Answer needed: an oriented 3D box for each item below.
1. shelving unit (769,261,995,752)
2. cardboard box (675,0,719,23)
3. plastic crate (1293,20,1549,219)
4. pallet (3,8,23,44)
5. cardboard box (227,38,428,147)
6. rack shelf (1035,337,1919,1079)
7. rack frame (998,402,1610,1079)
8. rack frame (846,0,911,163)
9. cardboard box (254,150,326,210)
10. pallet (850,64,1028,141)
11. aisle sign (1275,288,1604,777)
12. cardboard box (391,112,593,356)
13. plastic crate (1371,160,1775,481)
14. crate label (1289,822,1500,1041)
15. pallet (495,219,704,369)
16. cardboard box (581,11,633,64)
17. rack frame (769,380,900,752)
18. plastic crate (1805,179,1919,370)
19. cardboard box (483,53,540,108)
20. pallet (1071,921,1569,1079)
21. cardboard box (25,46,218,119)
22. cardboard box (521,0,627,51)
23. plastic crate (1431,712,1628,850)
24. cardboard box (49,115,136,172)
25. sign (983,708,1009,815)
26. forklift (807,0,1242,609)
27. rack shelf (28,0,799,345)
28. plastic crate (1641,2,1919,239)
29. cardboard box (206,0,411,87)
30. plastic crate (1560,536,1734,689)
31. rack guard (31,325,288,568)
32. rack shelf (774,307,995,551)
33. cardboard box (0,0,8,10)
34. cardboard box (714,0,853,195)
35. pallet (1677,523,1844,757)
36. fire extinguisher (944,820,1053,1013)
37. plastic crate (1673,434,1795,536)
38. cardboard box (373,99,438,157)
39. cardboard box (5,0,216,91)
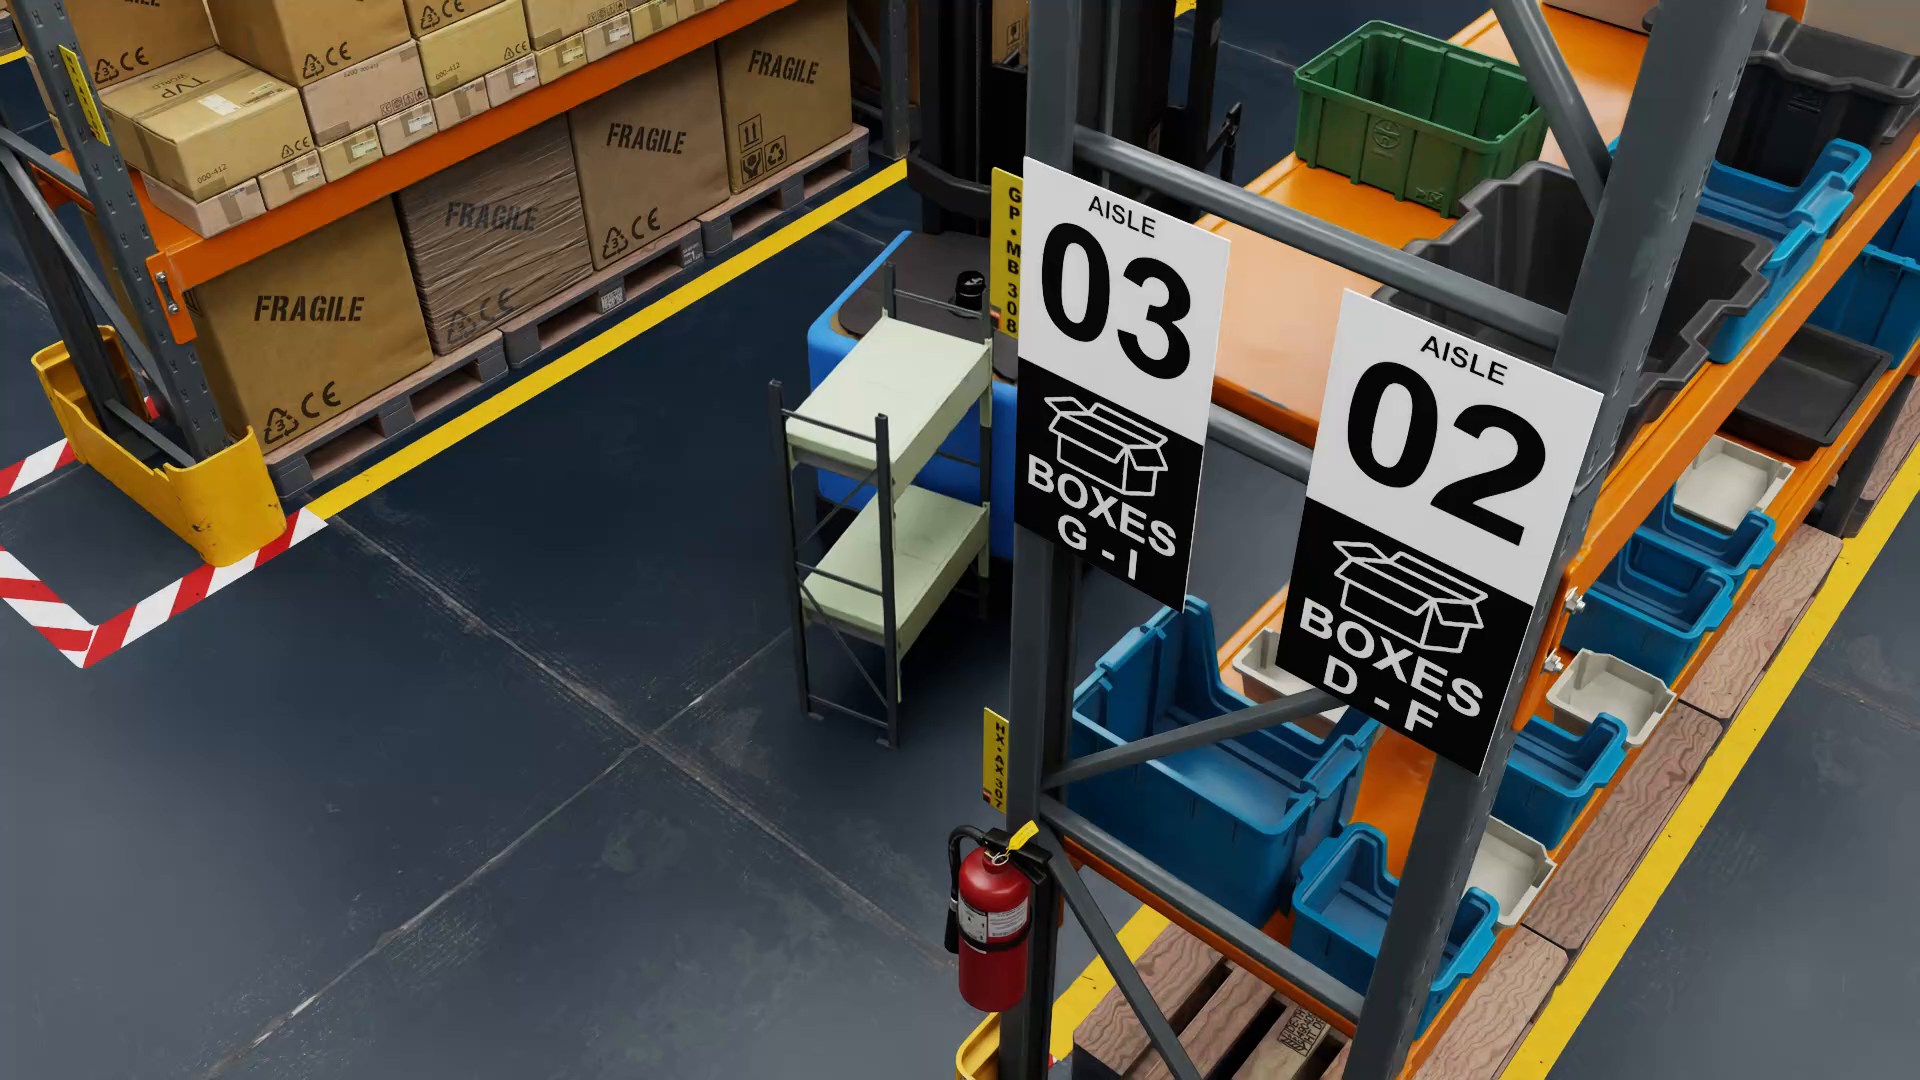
[{"bbox_3d":[-0.235,-0.088,5.732,0.431,1.500,0.755,18,45,19],"label":"shelving unit"},{"bbox_3d":[-1.299,-2.473,7.427,0.380,0.149,0.250,30,50,29],"label":"cardboard box"},{"bbox_3d":[0.942,-0.854,3.387,0.450,0.188,0.336,29,50,28],"label":"plastic crate"},{"bbox_3d":[-5.613,-3.571,10.520,1.003,0.211,1.213,29,50,28],"label":"pallet"},{"bbox_3d":[-2.421,-1.791,6.380,0.500,0.250,0.500,29,50,28],"label":"cardboard box"},{"bbox_3d":[1.813,0.045,5.005,1.077,0.370,4.000,29,50,28],"label":"rack shelf"},{"bbox_3d":[0.525,0.809,3.630,1.000,3.000,0.127,29,50,28],"label":"rack frame"},{"bbox_3d":[-0.691,-3.395,8.254,1.000,3.000,0.127,29,50,28],"label":"rack frame"},{"bbox_3d":[-2.620,-1.415,6.263,0.380,0.149,0.250,29,50,28],"label":"cardboard box"},{"bbox_3d":[-0.252,-2.793,9.665,1.003,0.211,1.213,29,50,28],"label":"pallet"},{"bbox_3d":[0.706,0.013,2.574,0.394,0.787,0.004,29,50,28],"label":"aisle sign"},{"bbox_3d":[-2.329,-1.537,7.478,0.875,0.875,0.875,29,50,28],"label":"cardboard box"},{"bbox_3d":[0.987,-0.330,2.751,0.497,0.269,0.590,29,50,28],"label":"plastic crate"},{"bbox_3d":[0.936,0.864,3.650,0.416,0.233,0.303,29,50,28],"label":"crate label"},{"bbox_3d":[-2.025,-1.375,8.105,1.003,0.211,1.213,29,50,28],"label":"pallet"},{"bbox_3d":[-1.628,-2.211,7.138,0.380,0.149,0.250,30,50,29],"label":"cardboard box"},{"bbox_3d":[-0.397,0.133,5.489,0.400,1.500,0.023,18,45,19],"label":"rack frame"},{"bbox_3d":[3.060,-0.879,5.454,0.392,0.384,0.575,29,50,28],"label":"plastic crate"},{"bbox_3d":[-1.959,-1.945,6.847,0.380,0.149,0.250,29,50,28],"label":"cardboard box"},{"bbox_3d":[1.086,1.433,5.017,1.003,0.211,1.213,29,50,28],"label":"pallet"},{"bbox_3d":[-3.157,-1.754,6.340,0.500,0.250,0.500,29,50,28],"label":"cardboard box"},{"bbox_3d":[-1.763,-2.319,6.961,0.500,0.250,0.500,29,49,28],"label":"cardboard box"},{"bbox_3d":[1.360,0.525,4.022,0.416,0.233,0.300,29,50,28],"label":"plastic crate"},{"bbox_3d":[-3.288,-1.568,6.432,0.380,0.149,0.250,30,50,29],"label":"cardboard box"},{"bbox_3d":[0.094,0.519,3.828,0.100,0.325,0.005,29,50,28],"label":"sign"},{"bbox_3d":[0.534,-1.790,6.540,1.130,2.935,3.031,18,45,19],"label":"forklift"},{"bbox_3d":[-1.978,-2.099,7.363,1.077,0.370,4.000,29,50,28],"label":"rack shelf"},{"bbox_3d":[1.719,-0.945,3.377,0.504,0.338,0.767,29,50,28],"label":"plastic crate"},{"bbox_3d":[-2.428,-2.055,6.113,0.500,0.500,0.500,28,49,28],"label":"cardboard box"},{"bbox_3d":[1.784,0.186,4.395,0.416,0.233,0.300,29,50,28],"label":"plastic crate"},{"bbox_3d":[-3.281,-0.398,6.816,1.175,0.500,0.348,29,50,28],"label":"rack guard"},{"bbox_3d":[-0.235,-0.377,5.470,0.431,0.370,0.720,18,45,19],"label":"rack shelf"},{"bbox_3d":[-5.815,-3.324,9.983,0.380,0.149,0.250,30,50,29],"label":"cardboard box"},{"bbox_3d":[-1.177,-2.459,8.492,0.875,0.875,0.875,29,50,28],"label":"cardboard box"},{"bbox_3d":[2.656,0.177,6.399,1.003,0.211,1.213,29,50,28],"label":"pallet"},{"bbox_3d":[0.081,0.857,3.913,0.296,0.674,0.183,29,50,28],"label":"fire extinguisher"},{"bbox_3d":[2.209,-0.148,4.835,0.293,0.136,0.466,29,50,28],"label":"plastic crate"},{"bbox_3d":[-2.289,-1.682,6.557,0.380,0.149,0.250,29,50,28],"label":"cardboard box"},{"bbox_3d":[-3.153,-2.032,6.088,0.500,0.500,0.500,30,50,29],"label":"cardboard box"}]
